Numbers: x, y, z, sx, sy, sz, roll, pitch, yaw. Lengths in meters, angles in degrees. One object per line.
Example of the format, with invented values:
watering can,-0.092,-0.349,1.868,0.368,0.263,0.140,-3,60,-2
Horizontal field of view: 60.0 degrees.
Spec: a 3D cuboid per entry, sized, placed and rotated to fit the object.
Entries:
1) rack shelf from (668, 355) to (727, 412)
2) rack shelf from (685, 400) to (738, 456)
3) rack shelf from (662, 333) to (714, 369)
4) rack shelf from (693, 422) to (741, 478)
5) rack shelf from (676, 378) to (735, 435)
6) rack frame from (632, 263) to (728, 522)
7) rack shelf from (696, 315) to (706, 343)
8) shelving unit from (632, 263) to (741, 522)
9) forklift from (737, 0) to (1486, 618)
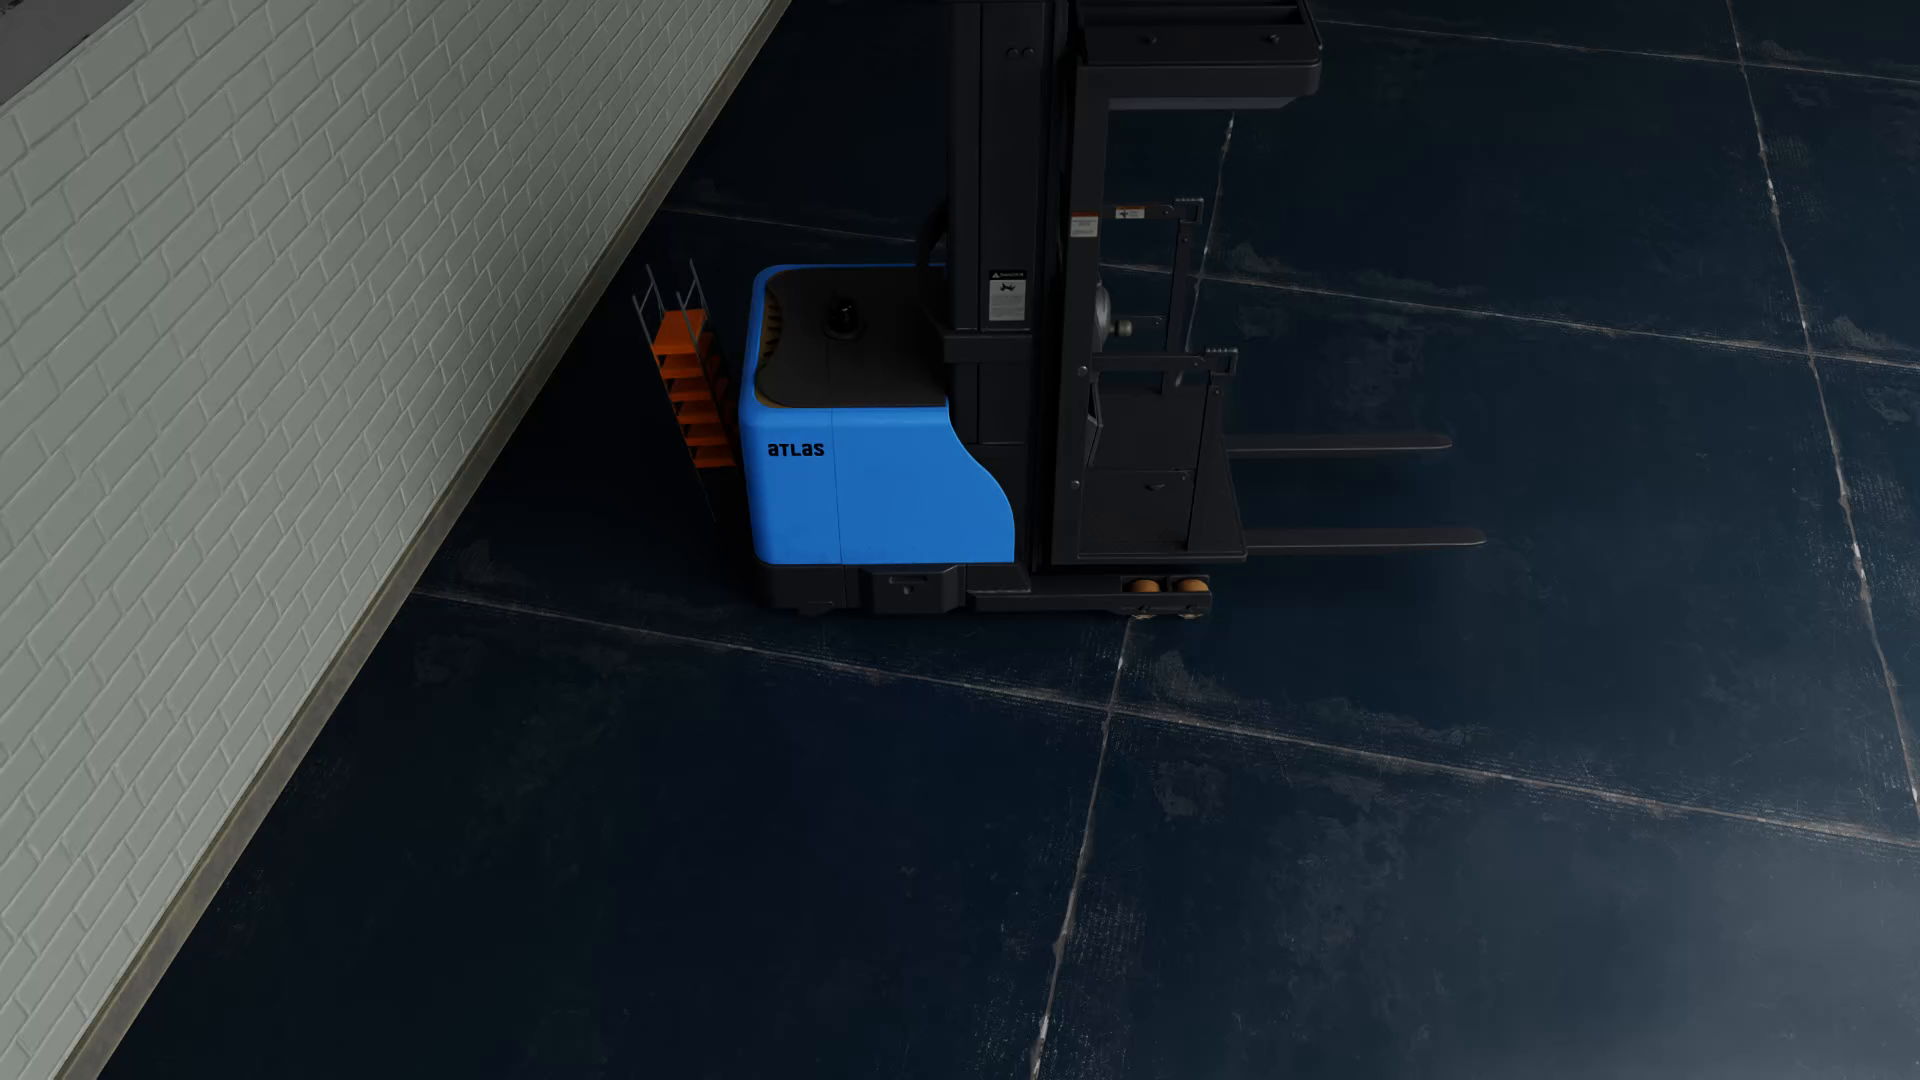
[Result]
rack shelf,-1.085,-0.654,6.905,0.180,0.103,0.258,-3,43,12
rack shelf,-1.043,-0.480,7.066,0.180,0.103,0.258,-3,43,12
rack shelf,-1.110,-0.760,6.807,0.171,0.034,0.221,-3,43,12
rack shelf,-1.022,-0.393,7.146,0.180,0.103,0.258,-3,43,12
rack shelf,-1.064,-0.567,6.986,0.180,0.103,0.258,-3,43,12
rack frame,-1.161,-0.594,6.974,0.006,1.200,0.240,-3,43,12
rack shelf,-1.130,-0.841,6.732,0.166,0.020,0.199,-3,43,12
shelving unit,-1.074,-0.599,6.956,0.184,1.200,0.258,-3,43,12
forklift,0.661,-1.054,6.288,3.031,2.797,1.129,-1,44,-1
